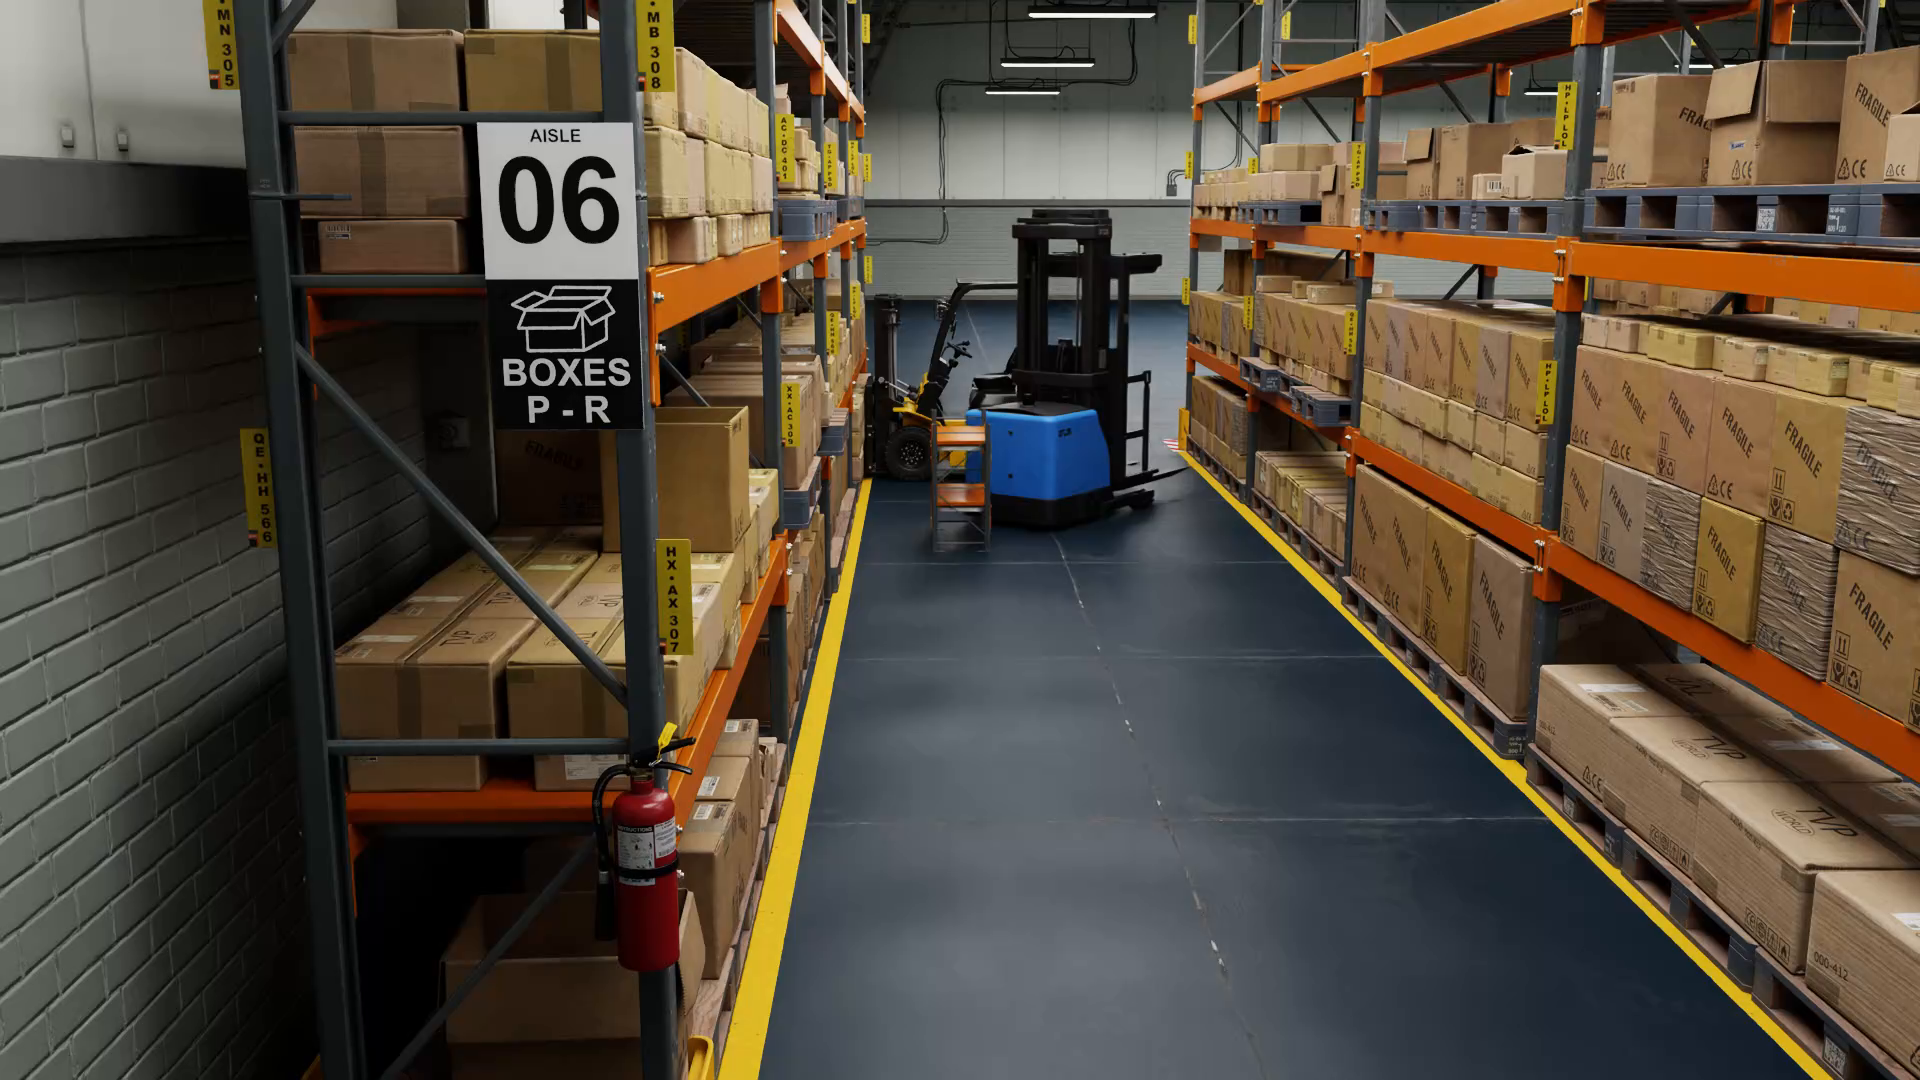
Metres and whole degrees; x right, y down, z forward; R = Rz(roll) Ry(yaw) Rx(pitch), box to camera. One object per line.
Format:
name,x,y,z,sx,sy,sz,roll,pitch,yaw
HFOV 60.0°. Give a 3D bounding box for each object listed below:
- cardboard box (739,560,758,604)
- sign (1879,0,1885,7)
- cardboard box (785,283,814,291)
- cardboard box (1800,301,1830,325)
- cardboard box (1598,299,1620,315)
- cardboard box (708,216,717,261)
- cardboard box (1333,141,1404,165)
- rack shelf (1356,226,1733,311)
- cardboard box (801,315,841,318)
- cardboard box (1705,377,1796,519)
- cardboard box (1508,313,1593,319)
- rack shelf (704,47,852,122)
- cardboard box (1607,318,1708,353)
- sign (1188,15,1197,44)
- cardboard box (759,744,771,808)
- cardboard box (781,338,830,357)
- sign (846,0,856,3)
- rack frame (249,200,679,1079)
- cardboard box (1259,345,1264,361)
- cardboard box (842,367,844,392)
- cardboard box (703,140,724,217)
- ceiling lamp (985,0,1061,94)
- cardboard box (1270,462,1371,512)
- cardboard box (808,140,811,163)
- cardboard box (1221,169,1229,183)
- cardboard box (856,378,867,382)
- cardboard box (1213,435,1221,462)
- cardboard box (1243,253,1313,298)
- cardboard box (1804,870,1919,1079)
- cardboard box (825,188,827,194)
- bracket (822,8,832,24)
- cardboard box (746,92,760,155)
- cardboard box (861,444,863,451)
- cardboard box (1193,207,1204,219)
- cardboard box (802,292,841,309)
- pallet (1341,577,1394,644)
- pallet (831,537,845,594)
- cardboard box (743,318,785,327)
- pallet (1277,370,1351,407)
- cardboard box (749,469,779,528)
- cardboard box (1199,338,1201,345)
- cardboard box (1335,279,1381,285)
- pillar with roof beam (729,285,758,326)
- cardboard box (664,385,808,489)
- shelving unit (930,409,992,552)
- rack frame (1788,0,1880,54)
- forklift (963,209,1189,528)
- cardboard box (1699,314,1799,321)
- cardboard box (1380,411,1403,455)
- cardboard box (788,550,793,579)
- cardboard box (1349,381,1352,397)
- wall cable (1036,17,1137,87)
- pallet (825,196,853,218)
cardboard box,-1.082,0.181,7.254,0.380,0.149,0.250,0,11,-2
sign,8.876,-5.304,16.020,0.100,0.325,0.005,0,11,-1
cardboard box,-1.853,-2.835,18.857,0.380,0.149,0.250,0,11,1
cardboard box,8.363,-2.201,15.595,0.700,0.500,0.500,0,11,-2
cardboard box,8.305,-2.657,20.237,0.875,0.550,0.550,0,11,-1
cardboard box,-1.036,-1.032,5.688,0.380,0.149,0.250,0,11,-1
cardboard box,3.570,-3.352,14.556,0.500,0.250,0.500,0,11,0
rack shelf,3.511,-1.747,10.390,1.077,0.370,4.000,0,11,-1
cardboard box,-1.323,-2.050,15.734,0.380,0.149,0.250,0,11,-2
cardboard box,3.332,-0.373,6.585,0.500,0.500,0.500,0,11,-2
cardboard box,3.768,-1.163,10.481,0.500,0.500,0.500,0,11,-2
rack shelf,-1.534,-3.795,13.947,1.077,0.370,4.000,0,11,-1
cardboard box,3.321,-0.974,7.918,0.380,0.149,0.250,0,11,0
sign,2.762,-6.052,19.707,0.100,0.325,0.005,0,11,-1
cardboard box,-1.097,1.104,7.893,0.396,0.266,0.258,0,11,1
cardboard box,-1.211,-1.490,12.978,0.380,0.149,0.250,0,11,0
sign,-1.033,-5.242,15.717,0.100,0.325,0.005,0,11,-1
rack frame,-1.327,0.585,4.634,1.000,3.000,0.127,0,11,-1
cardboard box,3.083,-1.794,15.931,0.380,0.149,0.250,0,11,0
cardboard box,-1.308,-1.430,14.938,0.500,0.250,0.500,0,11,-1
cardboard box,-1.092,-1.250,5.760,0.500,0.250,0.500,-1,11,-3
ceiling lamp,1.664,-13.470,44.138,2.000,3.185,0.800,0,11,-1
cardboard box,3.419,-0.493,15.497,0.950,0.372,0.625,0,11,2
cardboard box,-1.073,-2.275,9.761,0.380,0.149,0.250,0,11,-1
cardboard box,3.035,-3.930,17.967,0.380,0.149,0.250,0,11,0
cardboard box,-1.320,-1.753,19.498,0.500,0.250,0.500,0,11,0
cardboard box,3.080,-1.004,18.321,0.500,0.250,0.500,0,11,0
cardboard box,3.521,-2.900,18.295,0.700,0.500,0.500,0,11,-2
cardboard box,3.522,1.482,5.595,0.875,0.438,0.875,-1,11,-3
cardboard box,-1.196,-2.687,12.493,0.380,0.166,0.250,0,11,-1
bracket,-2.429,-9.462,30.014,0.235,0.232,0.430,0,11,-1
cardboard box,-1.139,-1.798,7.204,0.500,0.250,0.500,0,11,-2
cardboard box,-1.280,-0.858,17.601,0.500,0.250,0.500,0,11,-2
cardboard box,2.987,-3.897,19.810,0.380,0.149,0.250,0,11,-1
cardboard box,-1.399,-2.430,16.860,0.380,0.149,0.250,0,11,0
pallet,3.411,0.497,12.080,1.003,0.211,1.213,0,11,-1
pallet,-1.471,0.197,13.557,1.003,0.211,1.213,0,11,-1
cardboard box,-1.799,-1.943,15.210,0.380,0.149,0.250,0,11,-2
pallet,3.388,-1.326,14.534,1.003,0.211,1.213,0,11,-1
cardboard box,-1.155,-0.183,8.044,0.500,0.250,0.500,0,11,0
cardboard box,3.105,-2.426,20.103,0.380,0.149,0.250,0,11,-1
cardboard box,3.650,-2.313,15.227,0.380,0.149,0.250,-1,11,-3
pillar with roof beam,1.760,-5.412,19.101,9.100,9.000,0.400,0,11,-1
cardboard box,-1.196,-0.563,8.980,0.700,0.500,0.500,0,11,0
shelving unit,0.000,-0.550,14.941,0.538,1.125,1.048,0,11,-1
rack frame,8.334,-4.803,16.099,1.000,3.000,0.127,0,11,-1
forklift,1.298,-1.793,16.527,1.130,2.935,3.031,8,14,35
cardboard box,3.877,-1.029,8.188,0.380,0.149,0.250,0,11,-2
cardboard box,3.257,-0.753,11.604,0.500,0.250,0.500,-1,11,-3
cardboard box,-1.241,0.159,10.330,0.380,0.149,0.250,0,11,1
cardboard box,3.228,-1.174,12.876,0.380,0.149,0.250,0,11,1
wall cable,3.895,-15.155,50.794,3.097,2.526,0.112,0,11,-1
pallet,-1.619,-3.397,16.937,1.003,0.211,1.213,0,11,-1
